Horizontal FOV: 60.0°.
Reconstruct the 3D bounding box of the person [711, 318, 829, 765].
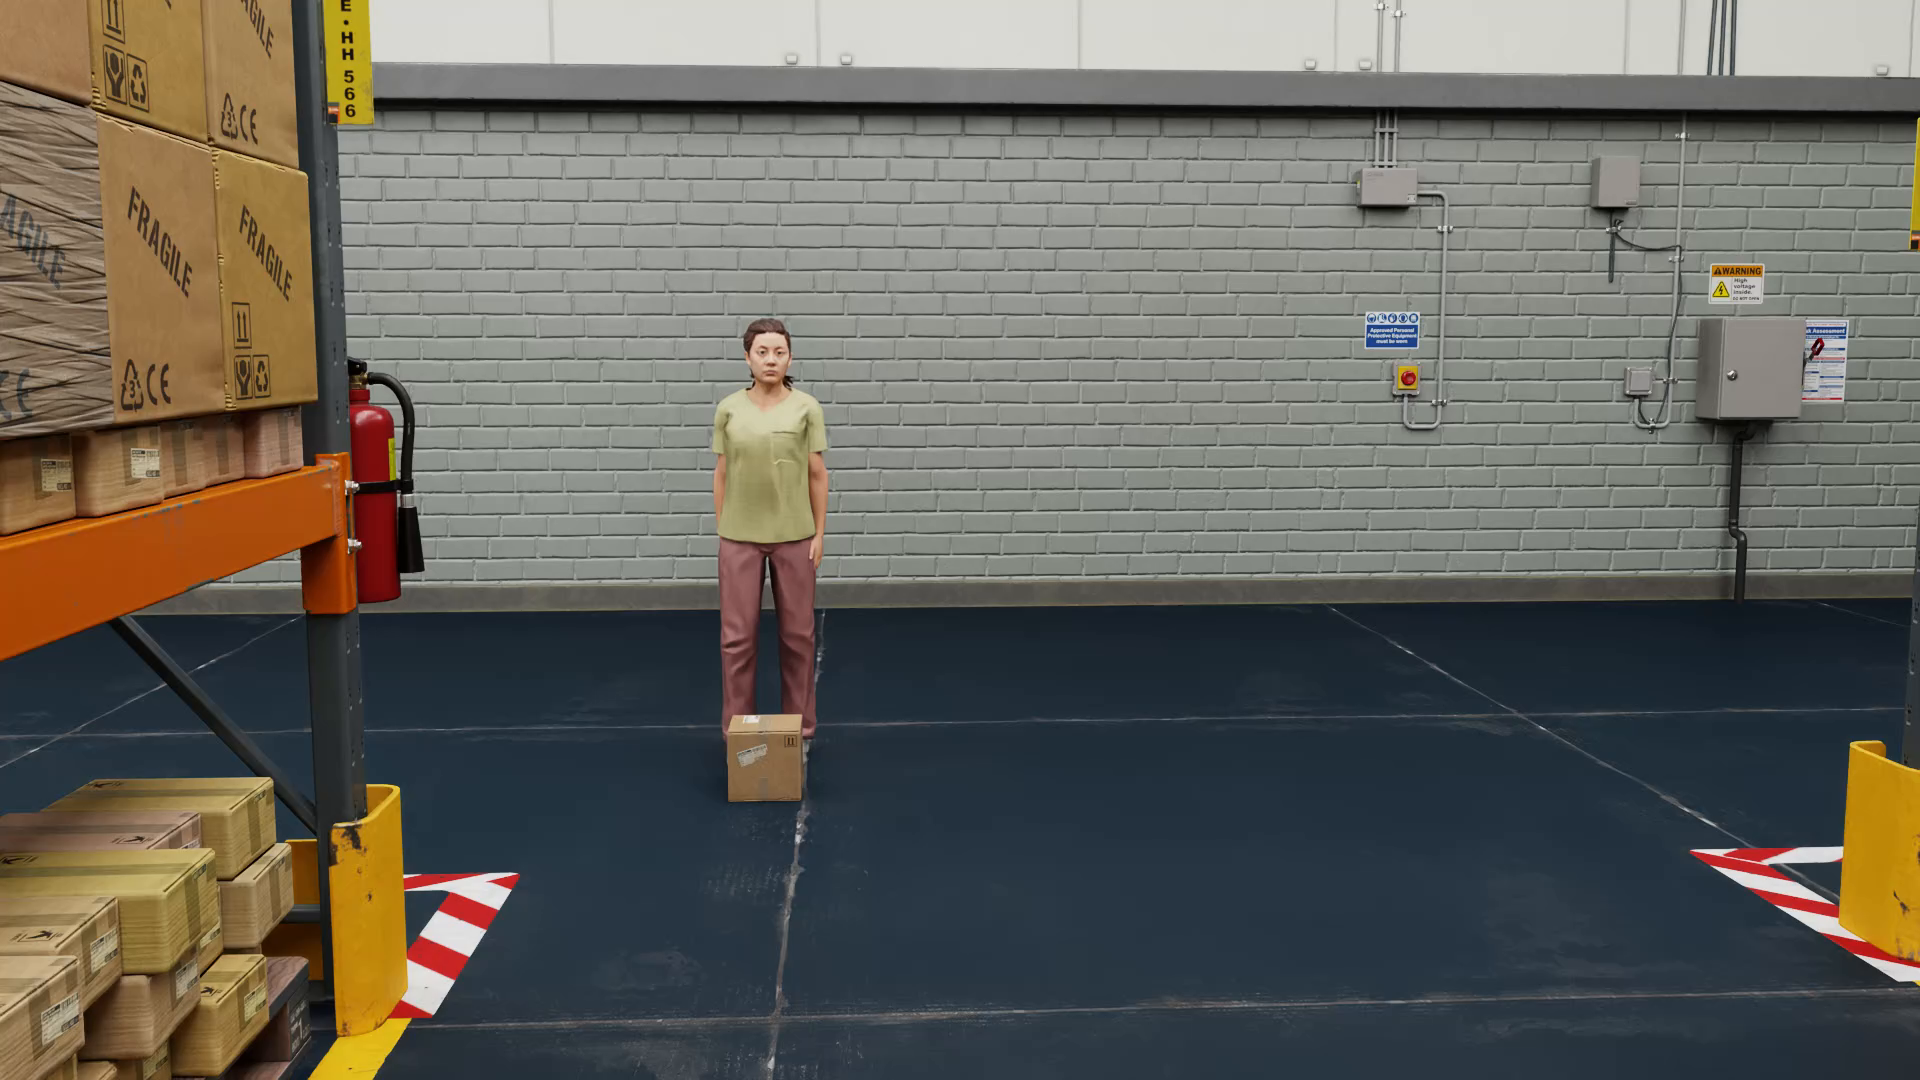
[{"bbox_3d":[-0.711,0.007,6.244,0.439,1.671,0.365,0,7,-3],"label":"person"}]
